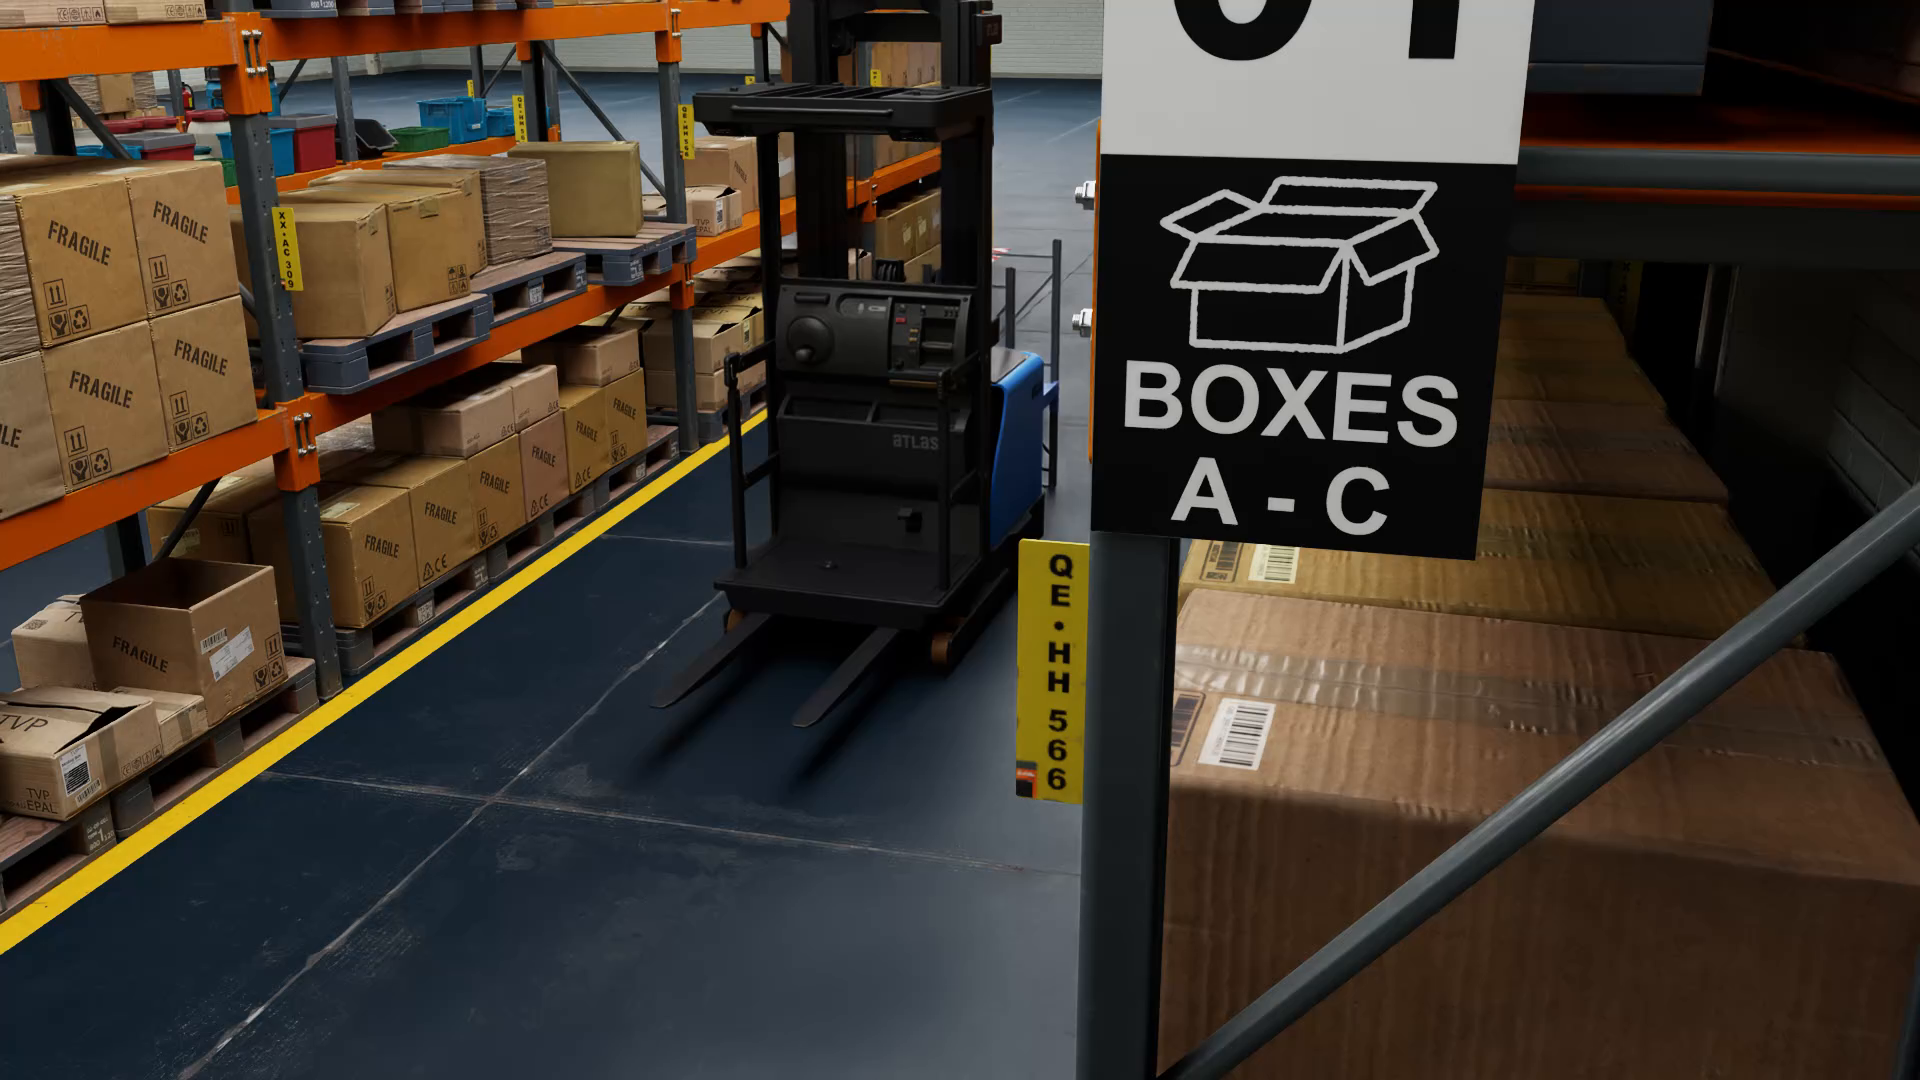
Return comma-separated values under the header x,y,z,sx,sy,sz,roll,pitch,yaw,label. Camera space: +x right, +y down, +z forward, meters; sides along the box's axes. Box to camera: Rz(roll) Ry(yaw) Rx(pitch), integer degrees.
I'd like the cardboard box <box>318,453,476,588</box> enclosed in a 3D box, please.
x,y,z,sx,sy,sz,roll,pitch,yaw,label
-2.715,-0.105,8.042,0.500,0.500,0.500,5,19,14,cardboard box

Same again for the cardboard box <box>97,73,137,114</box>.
x,y,z,sx,sy,sz,roll,pitch,yaw,label
-10.029,-5.176,19.086,0.875,0.500,0.500,5,19,13,cardboard box

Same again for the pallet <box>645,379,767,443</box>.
x,y,z,sx,sy,sz,roll,pitch,yaw,label
-1.972,-0.969,11.697,1.003,0.211,1.213,5,19,13,pallet

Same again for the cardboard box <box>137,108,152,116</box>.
x,y,z,sx,sy,sz,roll,pitch,yaw,label
-9.793,-5.022,19.637,0.380,0.149,0.250,5,19,13,cardboard box

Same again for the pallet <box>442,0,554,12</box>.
x,y,z,sx,sy,sz,roll,pitch,yaw,label
-2.711,-2.634,7.910,1.213,0.211,1.003,5,19,13,pallet

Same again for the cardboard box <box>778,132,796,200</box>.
x,y,z,sx,sy,sz,roll,pitch,yaw,label
-1.566,-2.930,12.970,0.500,0.500,0.500,6,20,17,cardboard box

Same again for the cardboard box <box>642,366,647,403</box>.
x,y,z,sx,sy,sz,roll,pitch,yaw,label
-2.319,-1.115,11.416,0.500,0.250,0.500,5,20,15,cardboard box

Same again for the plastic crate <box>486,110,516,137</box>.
x,y,z,sx,sy,sz,roll,pitch,yaw,label
-5.055,-4.479,17.891,0.499,0.251,0.408,5,19,13,plastic crate

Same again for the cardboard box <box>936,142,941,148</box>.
x,y,z,sx,sy,sz,roll,pitch,yaw,label
-0.507,-4.278,16.917,0.700,0.500,0.500,5,20,15,cardboard box

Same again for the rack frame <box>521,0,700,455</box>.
x,y,z,sx,sy,sz,roll,pitch,yaw,label
-2.211,-2.033,10.500,1.000,3.000,0.127,5,19,13,rack frame

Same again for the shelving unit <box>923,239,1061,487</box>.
x,y,z,sx,sy,sz,roll,pitch,yaw,label
0.197,-0.902,9.507,0.538,1.500,1.048,6,20,16,shelving unit

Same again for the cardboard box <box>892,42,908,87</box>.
x,y,z,sx,sy,sz,roll,pitch,yaw,label
-0.887,-4.403,15.277,0.700,0.500,0.500,5,19,13,cardboard box

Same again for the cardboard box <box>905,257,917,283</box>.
x,y,z,sx,sy,sz,roll,pitch,yaw,label
-0.700,-2.462,15.360,0.500,0.250,0.500,5,19,13,cardboard box

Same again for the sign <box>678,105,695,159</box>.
x,y,z,sx,sy,sz,roll,pitch,yaw,label
-1.683,-2.504,10.209,0.100,0.325,0.005,5,19,13,sign

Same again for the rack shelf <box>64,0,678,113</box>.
x,y,z,sx,sy,sz,roll,pitch,yaw,label
-2.700,-2.486,8.296,1.077,0.370,4.000,5,19,13,rack shelf

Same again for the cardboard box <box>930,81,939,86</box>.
x,y,z,sx,sy,sz,roll,pitch,yaw,label
-0.418,-4.437,16.379,0.380,0.149,0.250,5,20,15,cardboard box

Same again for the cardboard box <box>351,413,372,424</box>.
x,y,z,sx,sy,sz,roll,pitch,yaw,label
-2.972,-0.453,9.061,0.500,0.500,0.500,4,19,12,cardboard box

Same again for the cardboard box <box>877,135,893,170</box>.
x,y,z,sx,sy,sz,roll,pitch,yaw,label
-1.009,-3.640,15.049,0.700,0.500,0.500,4,19,13,cardboard box

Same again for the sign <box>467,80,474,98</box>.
x,y,z,sx,sy,sz,roll,pitch,yaw,label
-5.591,-5.109,19.076,0.100,0.325,0.005,5,19,13,sign

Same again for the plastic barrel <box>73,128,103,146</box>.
x,y,z,sx,sy,sz,roll,pitch,yaw,label
-6.867,-2.950,13.011,0.421,0.512,0.421,0,19,0,plastic barrel

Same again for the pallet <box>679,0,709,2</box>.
x,y,z,sx,sy,sz,roll,pitch,yaw,label
-2.132,-3.583,10.689,1.213,0.211,1.003,6,20,16,pallet

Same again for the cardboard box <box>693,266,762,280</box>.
x,y,z,sx,sy,sz,roll,pitch,yaw,label
-1.829,-2.021,13.202,0.500,0.311,0.500,4,19,12,cardboard box

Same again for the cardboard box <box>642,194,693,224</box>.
x,y,z,sx,sy,sz,roll,pitch,yaw,label
-2.080,-2.102,10.838,0.500,0.311,0.500,6,20,17,cardboard box

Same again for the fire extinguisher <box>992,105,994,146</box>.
x,y,z,sx,sy,sz,roll,pitch,yaw,label
0.223,-4.505,17.855,0.296,0.674,0.183,5,19,13,fire extinguisher

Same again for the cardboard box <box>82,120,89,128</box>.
x,y,z,sx,sy,sz,roll,pitch,yaw,label
-10.021,-4.707,18.716,0.380,0.149,0.250,5,19,13,cardboard box

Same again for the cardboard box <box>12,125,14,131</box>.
x,y,z,sx,sy,sz,roll,pitch,yaw,label
-10.234,-4.307,17.547,0.380,0.149,0.250,5,19,13,cardboard box

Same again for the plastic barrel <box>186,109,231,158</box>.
x,y,z,sx,sy,sz,roll,pitch,yaw,label
-6.483,-3.461,14.470,0.433,0.535,0.433,0,19,0,plastic barrel

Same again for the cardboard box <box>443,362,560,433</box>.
x,y,z,sx,sy,sz,roll,pitch,yaw,label
-2.468,-0.763,8.807,0.500,0.250,0.500,4,19,12,cardboard box

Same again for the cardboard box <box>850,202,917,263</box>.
x,y,z,sx,sy,sz,roll,pitch,yaw,label
-0.703,-2.817,15.240,0.500,0.500,0.500,5,19,13,cardboard box

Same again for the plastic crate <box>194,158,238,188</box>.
x,y,z,sx,sy,sz,roll,pitch,yaw,label
-6.188,-3.011,13.690,0.450,0.188,0.662,5,19,13,plastic crate

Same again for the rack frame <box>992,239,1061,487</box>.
x,y,z,sx,sy,sz,roll,pitch,yaw,label
0.347,-1.059,9.967,0.500,1.500,0.032,6,20,16,rack frame

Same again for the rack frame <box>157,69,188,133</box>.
x,y,z,sx,sy,sz,roll,pitch,yaw,label
-9.862,-5.324,20.135,1.000,3.000,0.127,5,19,13,rack frame

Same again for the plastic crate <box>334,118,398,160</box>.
x,y,z,sx,sy,sz,roll,pitch,yaw,label
-5.785,-3.804,15.780,0.767,0.338,0.504,5,19,13,plastic crate

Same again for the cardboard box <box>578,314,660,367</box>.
x,y,z,sx,sy,sz,roll,pitch,yaw,label
-2.322,-1.380,11.324,0.500,0.311,0.500,5,20,15,cardboard box

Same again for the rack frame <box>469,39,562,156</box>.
x,y,z,sx,sy,sz,roll,pitch,yaw,label
-5.059,-4.933,18.990,1.000,3.000,0.127,5,19,13,rack frame

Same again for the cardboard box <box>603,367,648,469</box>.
x,y,z,sx,sy,sz,roll,pitch,yaw,label
-2.212,-0.747,9.921,0.500,0.500,0.500,5,20,16,cardboard box

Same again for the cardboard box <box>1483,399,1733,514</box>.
x,y,z,sx,sy,sz,roll,pitch,yaw,label
1.116,0.094,3.807,0.980,0.700,0.700,4,19,11,cardboard box

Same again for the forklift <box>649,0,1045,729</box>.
x,y,z,sx,sy,sz,roll,pitch,yaw,label
-0.465,-0.955,7.449,1.130,2.935,3.031,6,20,16,forklift

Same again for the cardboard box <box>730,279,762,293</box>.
x,y,z,sx,sy,sz,roll,pitch,yaw,label
-1.427,-1.823,12.622,0.500,0.311,0.500,4,19,13,cardboard box

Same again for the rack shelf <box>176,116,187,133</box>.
x,y,z,sx,sy,sz,roll,pitch,yaw,label
-10.351,-4.357,18.416,1.077,0.370,4.000,5,19,13,rack shelf

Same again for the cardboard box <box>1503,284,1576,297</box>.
x,y,z,sx,sy,sz,roll,pitch,yaw,label
1.973,-0.711,5.984,0.500,0.500,0.500,4,19,12,cardboard box

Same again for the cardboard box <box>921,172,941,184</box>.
x,y,z,sx,sy,sz,roll,pitch,yaw,label
-0.099,-3.602,17.536,0.500,0.500,0.500,5,19,13,cardboard box

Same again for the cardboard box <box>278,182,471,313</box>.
x,y,z,sx,sy,sz,roll,pitch,yaw,label
-2.749,-1.377,7.774,0.700,0.500,0.500,8,20,22,cardboard box

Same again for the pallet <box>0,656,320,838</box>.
x,y,z,sx,sy,sz,roll,pitch,yaw,label
-3.357,0.755,6.650,1.003,0.211,1.213,5,19,13,pallet

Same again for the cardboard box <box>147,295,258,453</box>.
x,y,z,sx,sy,sz,roll,pitch,yaw,label
-3.062,-0.650,6.295,0.500,0.500,0.500,5,19,14,cardboard box

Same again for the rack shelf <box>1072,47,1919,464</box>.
x,y,z,sx,sy,sz,roll,pitch,yaw,label
1.127,-0.842,3.484,1.077,0.370,4.000,5,19,13,rack shelf

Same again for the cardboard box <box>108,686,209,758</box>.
x,y,z,sx,sy,sz,roll,pitch,yaw,label
-3.086,0.684,6.273,0.380,0.149,0.250,5,19,13,cardboard box
